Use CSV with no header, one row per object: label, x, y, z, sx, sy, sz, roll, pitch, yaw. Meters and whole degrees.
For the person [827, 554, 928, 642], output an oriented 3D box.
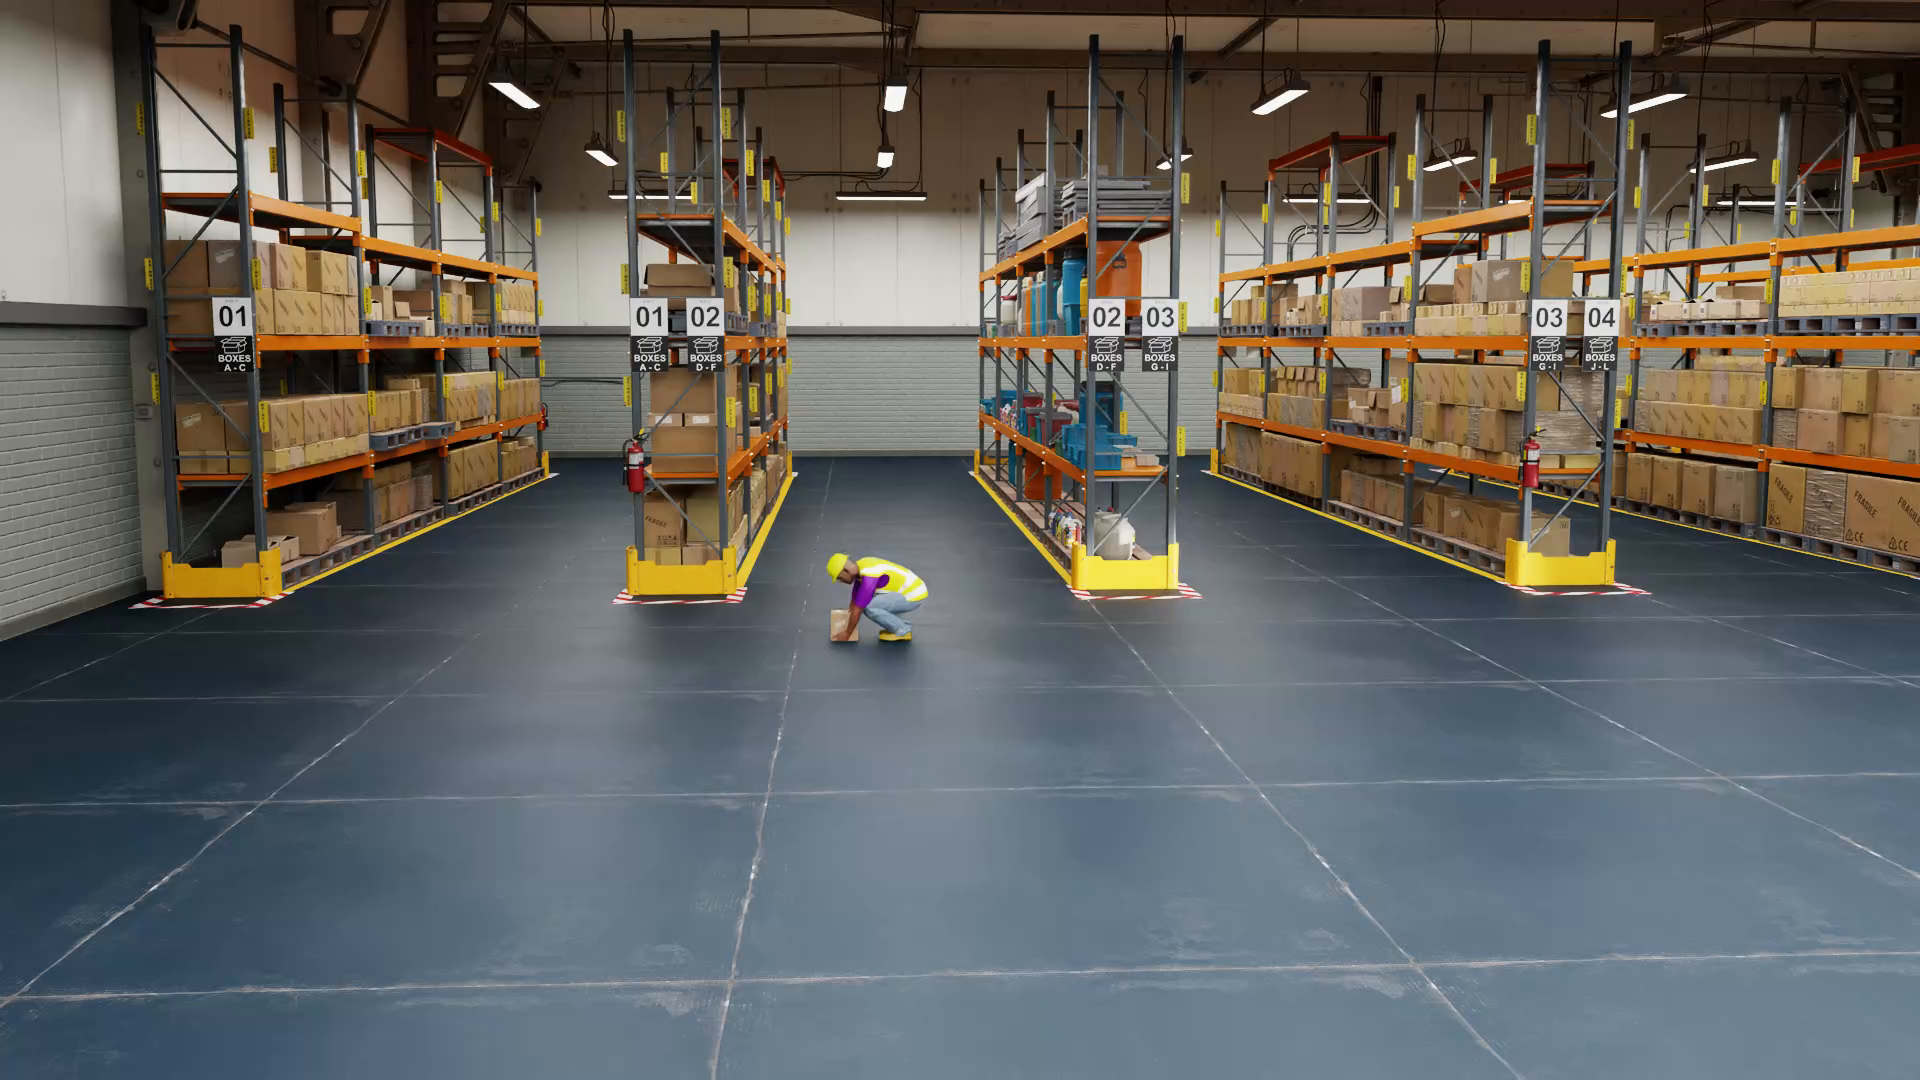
person,-0.760,0.558,15.366,0.925,0.886,0.547,0,7,-4
